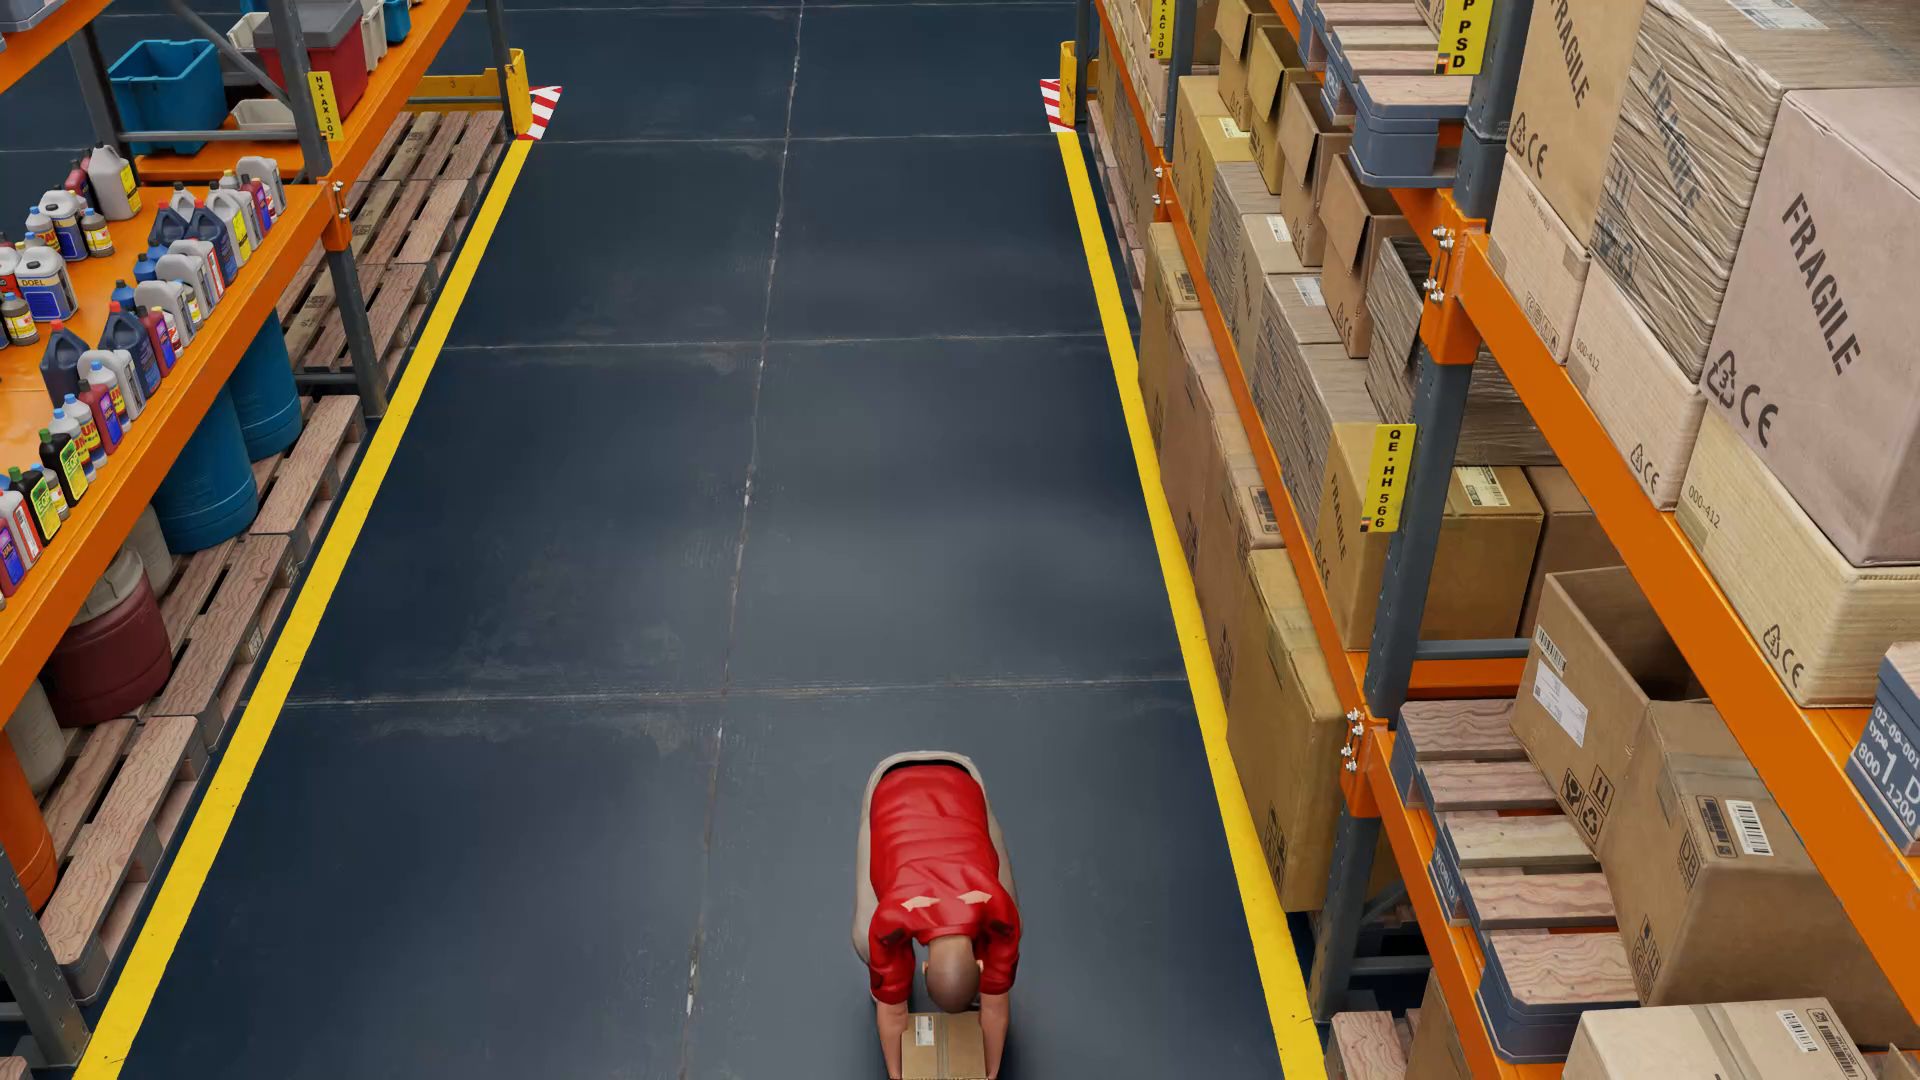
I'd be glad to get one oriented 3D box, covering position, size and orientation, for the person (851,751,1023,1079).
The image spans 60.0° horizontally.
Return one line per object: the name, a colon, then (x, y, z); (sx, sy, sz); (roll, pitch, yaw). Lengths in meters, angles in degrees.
person: (-0.069, 1.212, 5.204); (0.545, 0.867, 0.957); (-3, 35, -4)
